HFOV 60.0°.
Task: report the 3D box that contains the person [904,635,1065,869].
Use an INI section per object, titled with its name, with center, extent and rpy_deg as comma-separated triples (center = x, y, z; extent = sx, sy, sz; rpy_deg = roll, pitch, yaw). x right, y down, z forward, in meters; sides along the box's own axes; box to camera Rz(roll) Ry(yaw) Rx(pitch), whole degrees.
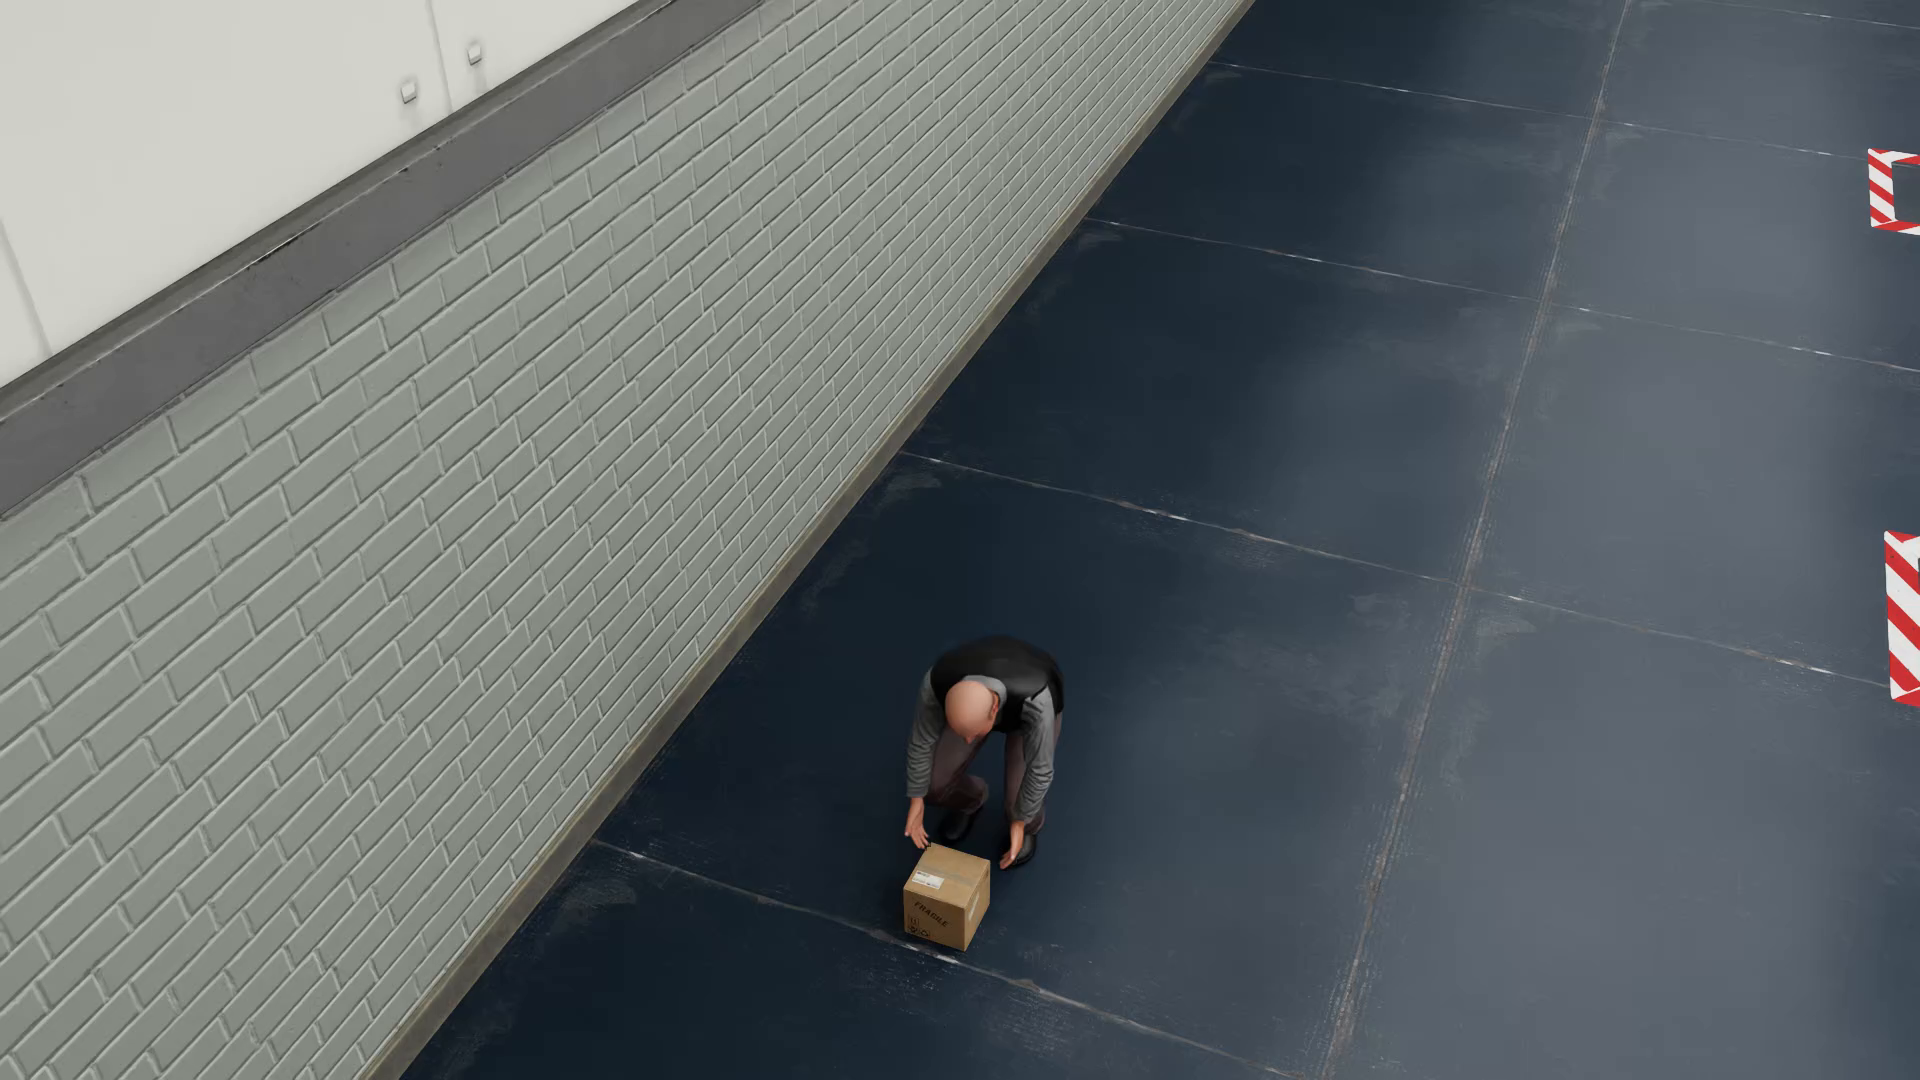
[person]
center = 0.138, 0.783, 6.303
extent = 0.568, 1.129, 0.823
rpy_deg = 14, 40, 18
